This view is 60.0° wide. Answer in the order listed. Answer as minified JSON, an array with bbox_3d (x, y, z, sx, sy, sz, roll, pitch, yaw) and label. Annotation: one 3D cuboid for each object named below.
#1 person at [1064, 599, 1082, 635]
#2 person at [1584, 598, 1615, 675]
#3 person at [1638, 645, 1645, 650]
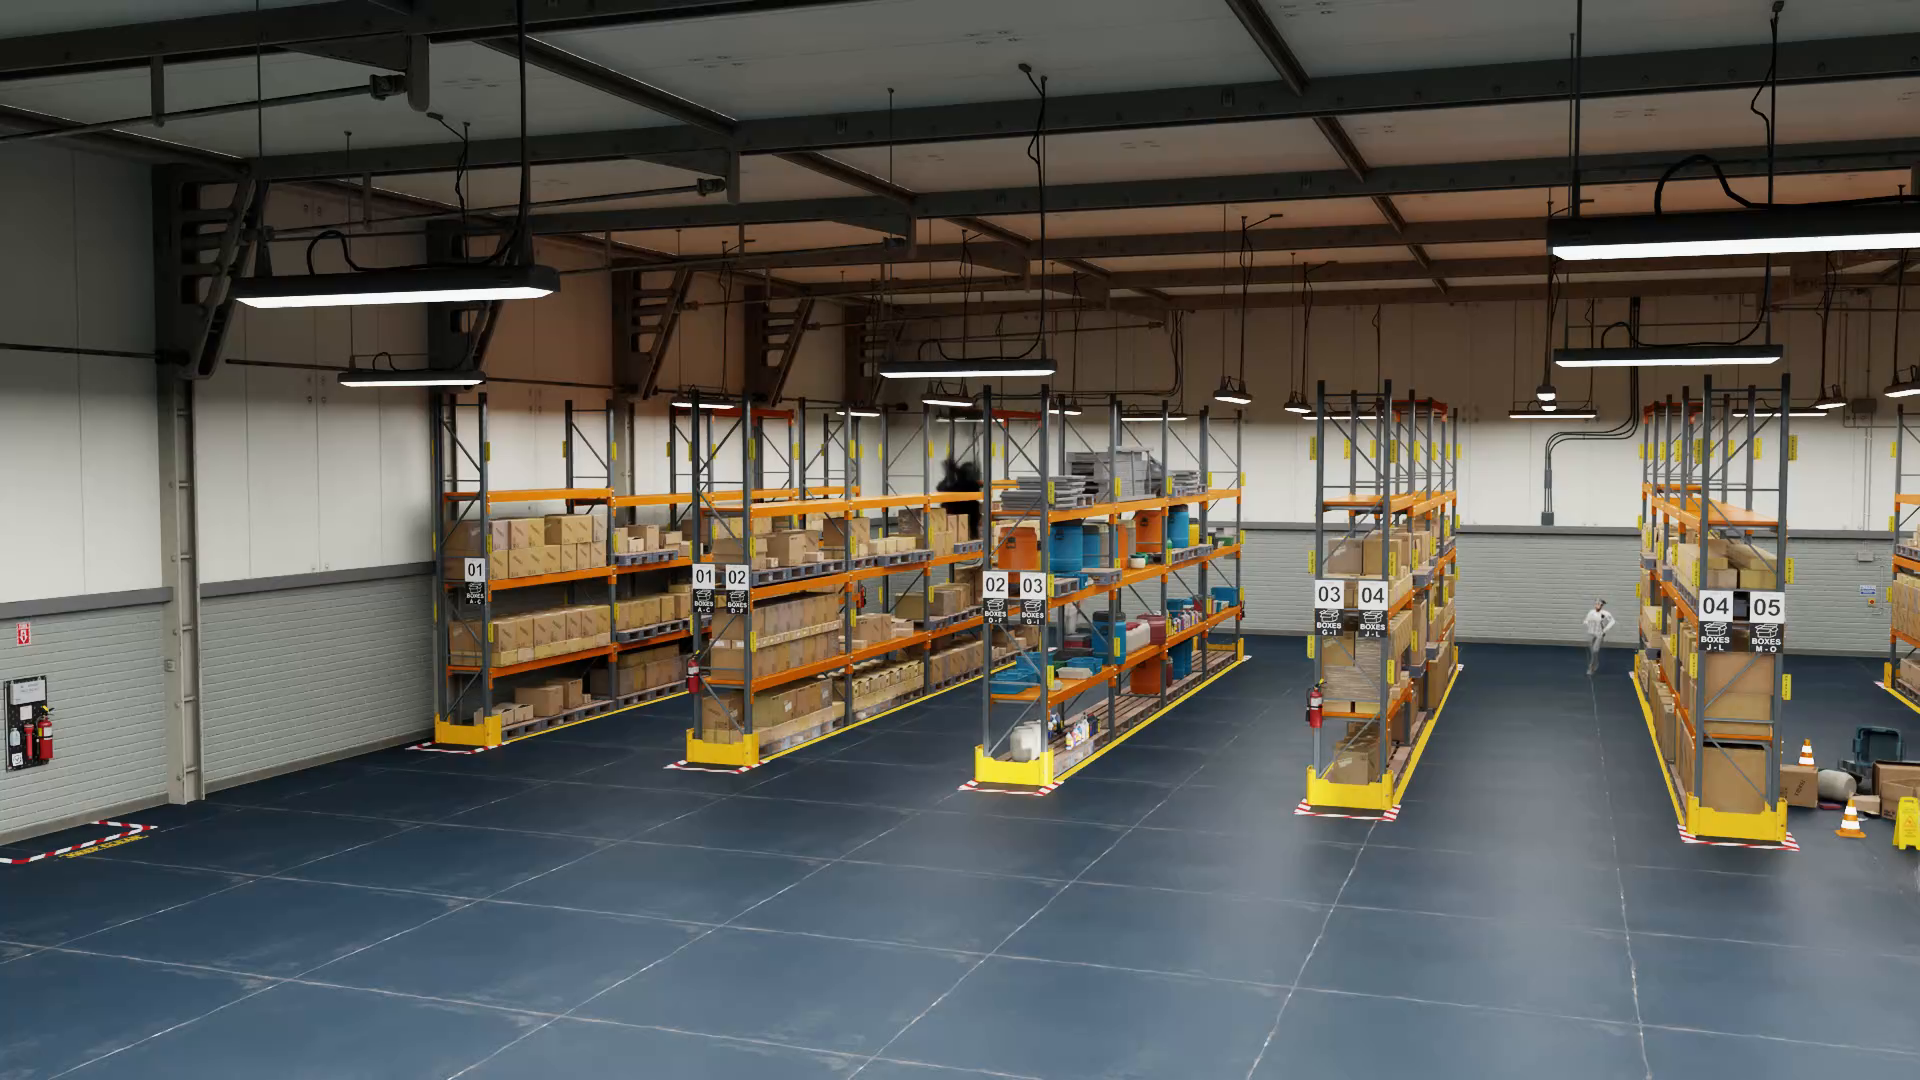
[{"bbox_3d":[2.536,1.767,38.928,0.646,1.835,0.860,0,3,6],"label":"person"},{"bbox_3d":[14.358,2.178,37.420,0.731,1.749,0.614,-3,4,-44],"label":"person"},{"bbox_3d":[15.766,2.180,37.831,0.526,1.636,0.597,0,3,-8],"label":"person"}]
